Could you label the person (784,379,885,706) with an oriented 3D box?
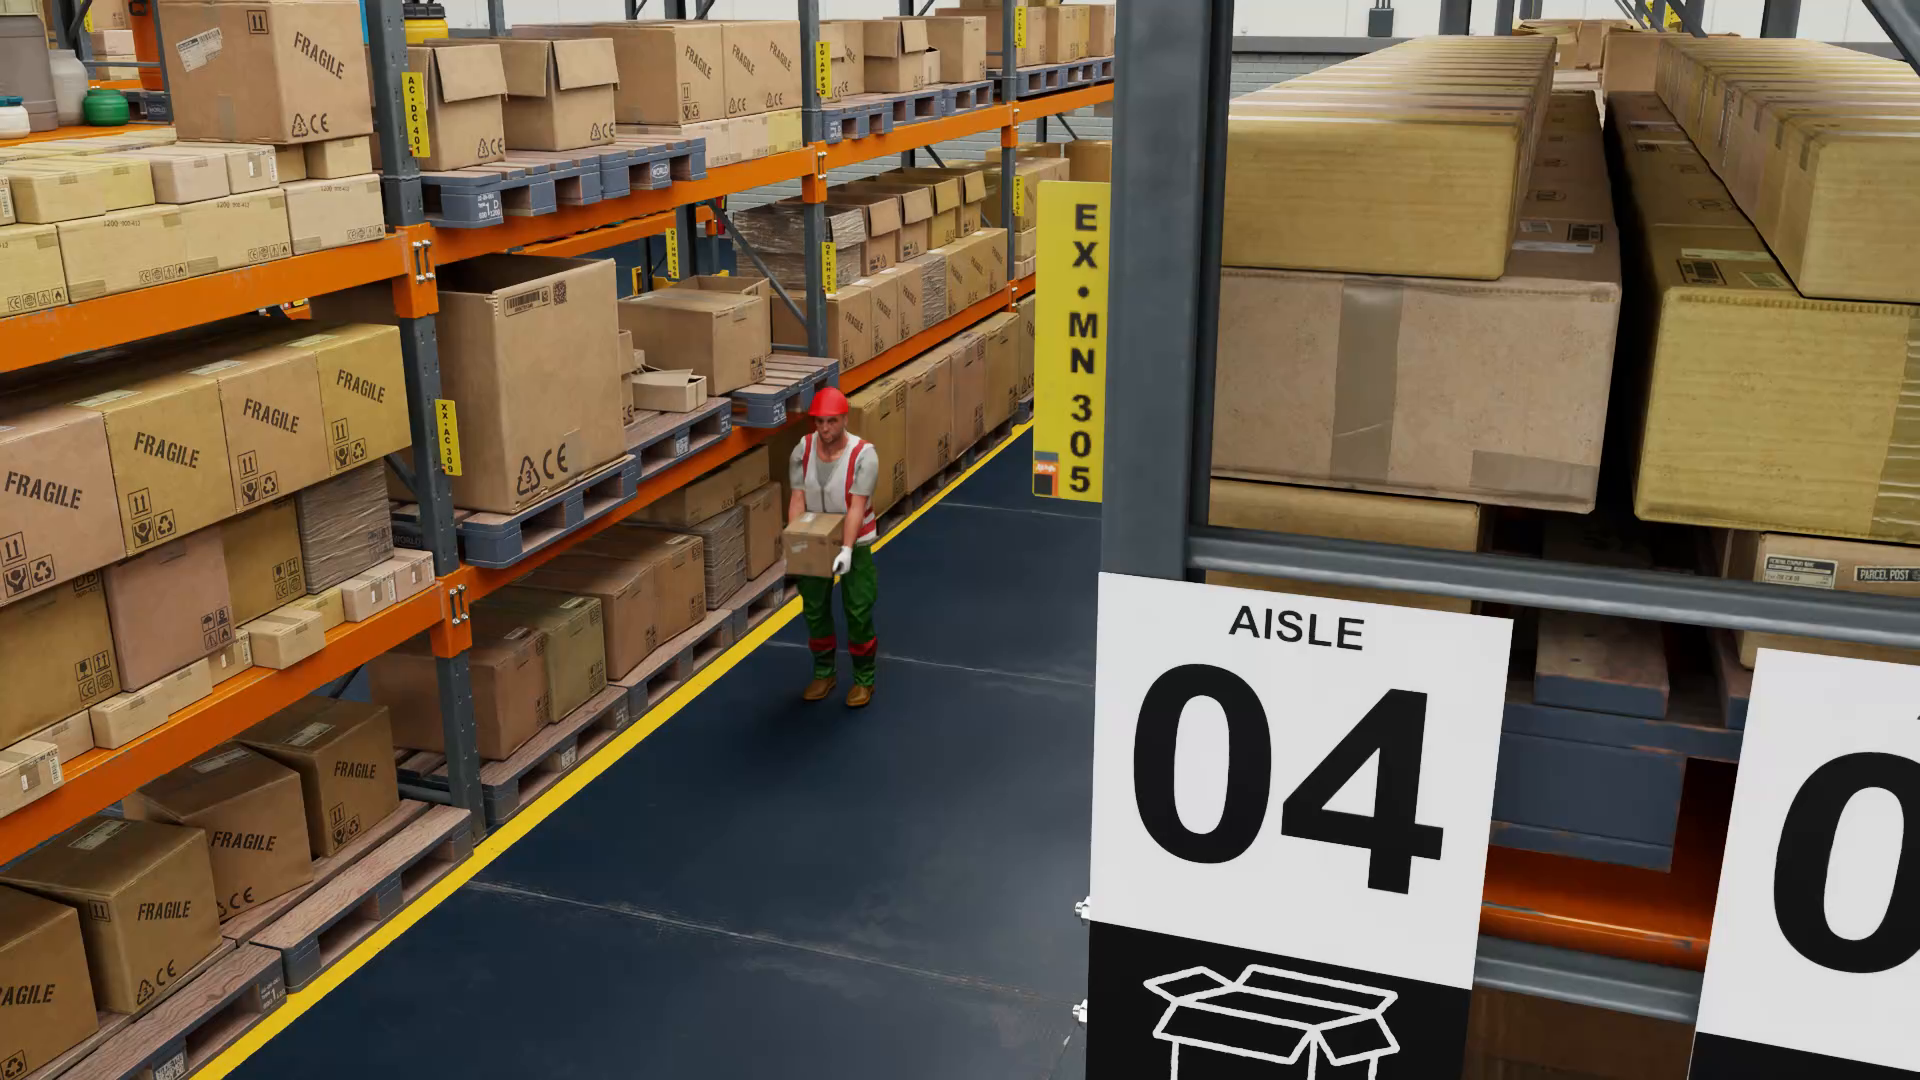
[{"bbox_3d":[-0.678,0.041,8.901,0.495,1.786,0.548,6,20,19],"label":"person"}]
